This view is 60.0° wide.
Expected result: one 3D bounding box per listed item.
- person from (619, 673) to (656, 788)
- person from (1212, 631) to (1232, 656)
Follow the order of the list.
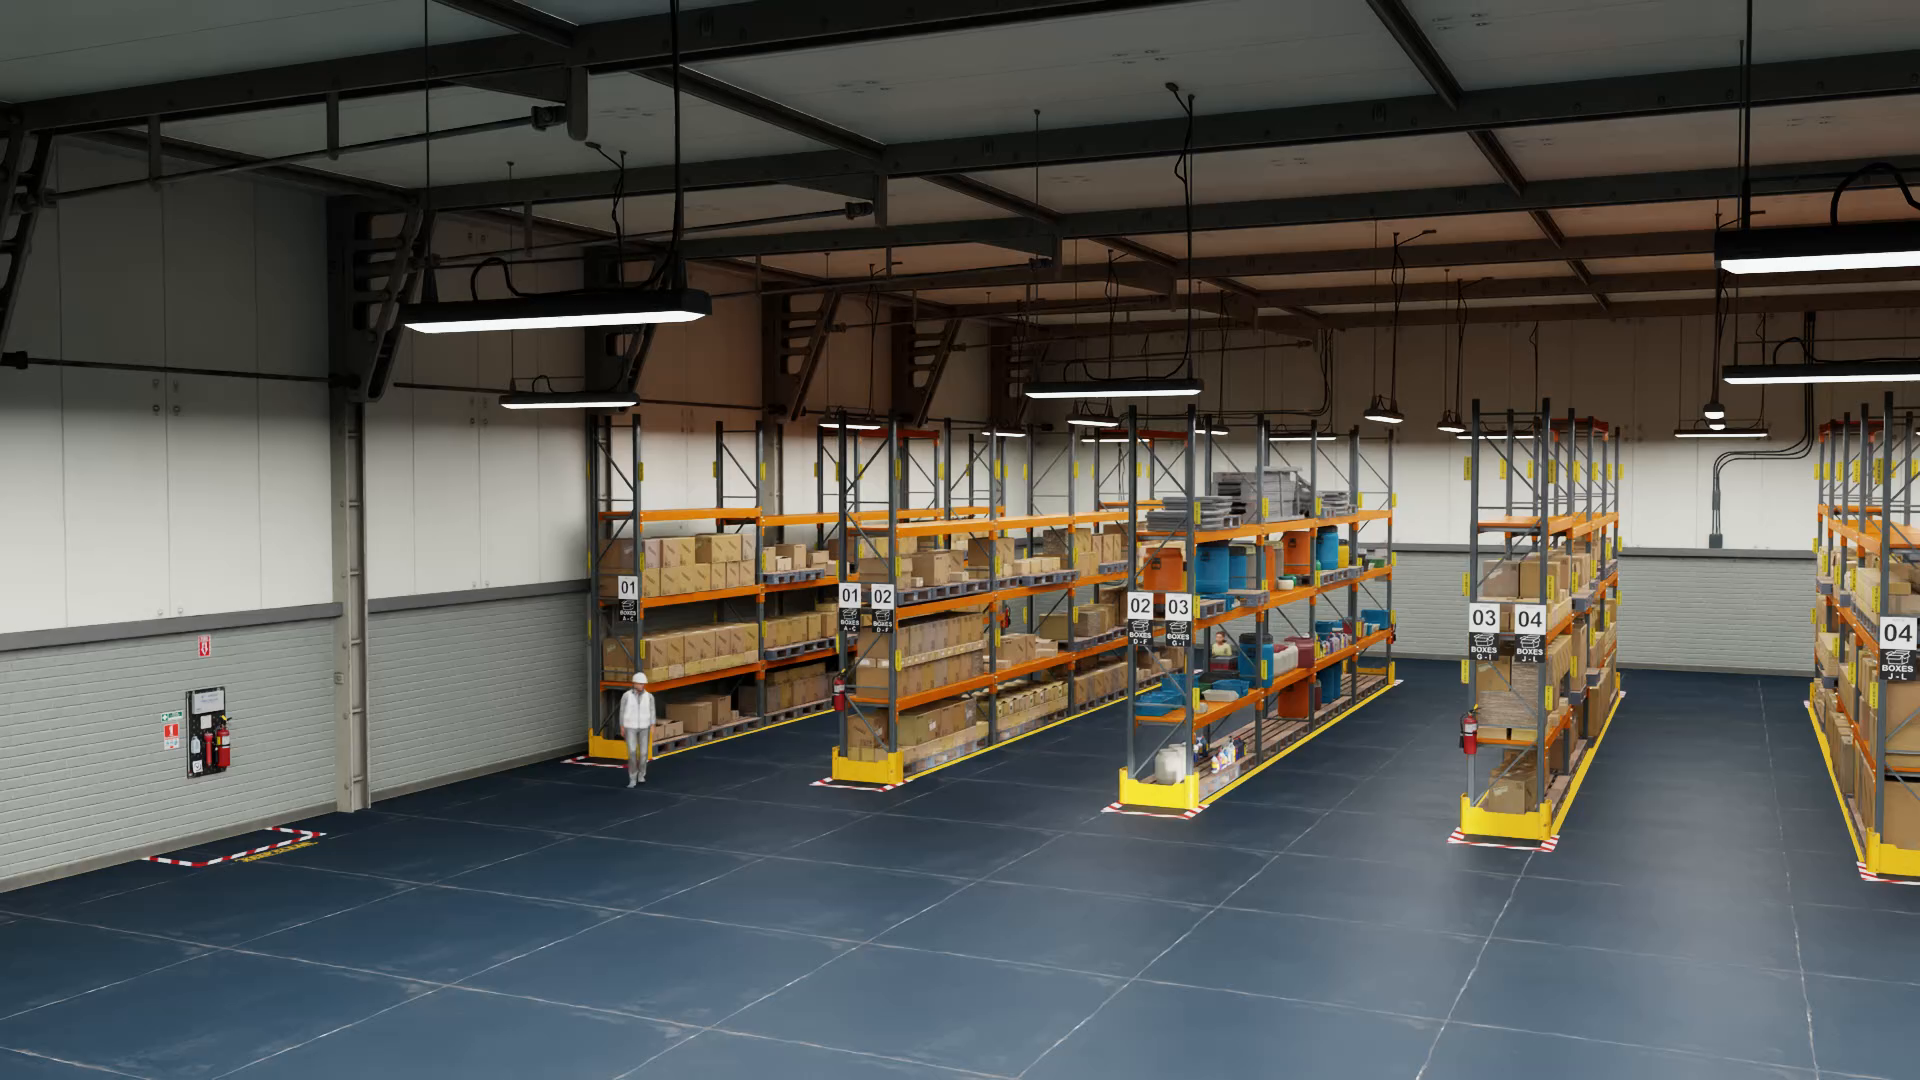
[{"bbox_3d":[-5.131,3.047,26.596,0.565,1.817,0.582,-1,3,-23],"label":"person"},{"bbox_3d":[5.442,2.745,34.768,0.504,1.699,0.619,2,3,36],"label":"person"}]
